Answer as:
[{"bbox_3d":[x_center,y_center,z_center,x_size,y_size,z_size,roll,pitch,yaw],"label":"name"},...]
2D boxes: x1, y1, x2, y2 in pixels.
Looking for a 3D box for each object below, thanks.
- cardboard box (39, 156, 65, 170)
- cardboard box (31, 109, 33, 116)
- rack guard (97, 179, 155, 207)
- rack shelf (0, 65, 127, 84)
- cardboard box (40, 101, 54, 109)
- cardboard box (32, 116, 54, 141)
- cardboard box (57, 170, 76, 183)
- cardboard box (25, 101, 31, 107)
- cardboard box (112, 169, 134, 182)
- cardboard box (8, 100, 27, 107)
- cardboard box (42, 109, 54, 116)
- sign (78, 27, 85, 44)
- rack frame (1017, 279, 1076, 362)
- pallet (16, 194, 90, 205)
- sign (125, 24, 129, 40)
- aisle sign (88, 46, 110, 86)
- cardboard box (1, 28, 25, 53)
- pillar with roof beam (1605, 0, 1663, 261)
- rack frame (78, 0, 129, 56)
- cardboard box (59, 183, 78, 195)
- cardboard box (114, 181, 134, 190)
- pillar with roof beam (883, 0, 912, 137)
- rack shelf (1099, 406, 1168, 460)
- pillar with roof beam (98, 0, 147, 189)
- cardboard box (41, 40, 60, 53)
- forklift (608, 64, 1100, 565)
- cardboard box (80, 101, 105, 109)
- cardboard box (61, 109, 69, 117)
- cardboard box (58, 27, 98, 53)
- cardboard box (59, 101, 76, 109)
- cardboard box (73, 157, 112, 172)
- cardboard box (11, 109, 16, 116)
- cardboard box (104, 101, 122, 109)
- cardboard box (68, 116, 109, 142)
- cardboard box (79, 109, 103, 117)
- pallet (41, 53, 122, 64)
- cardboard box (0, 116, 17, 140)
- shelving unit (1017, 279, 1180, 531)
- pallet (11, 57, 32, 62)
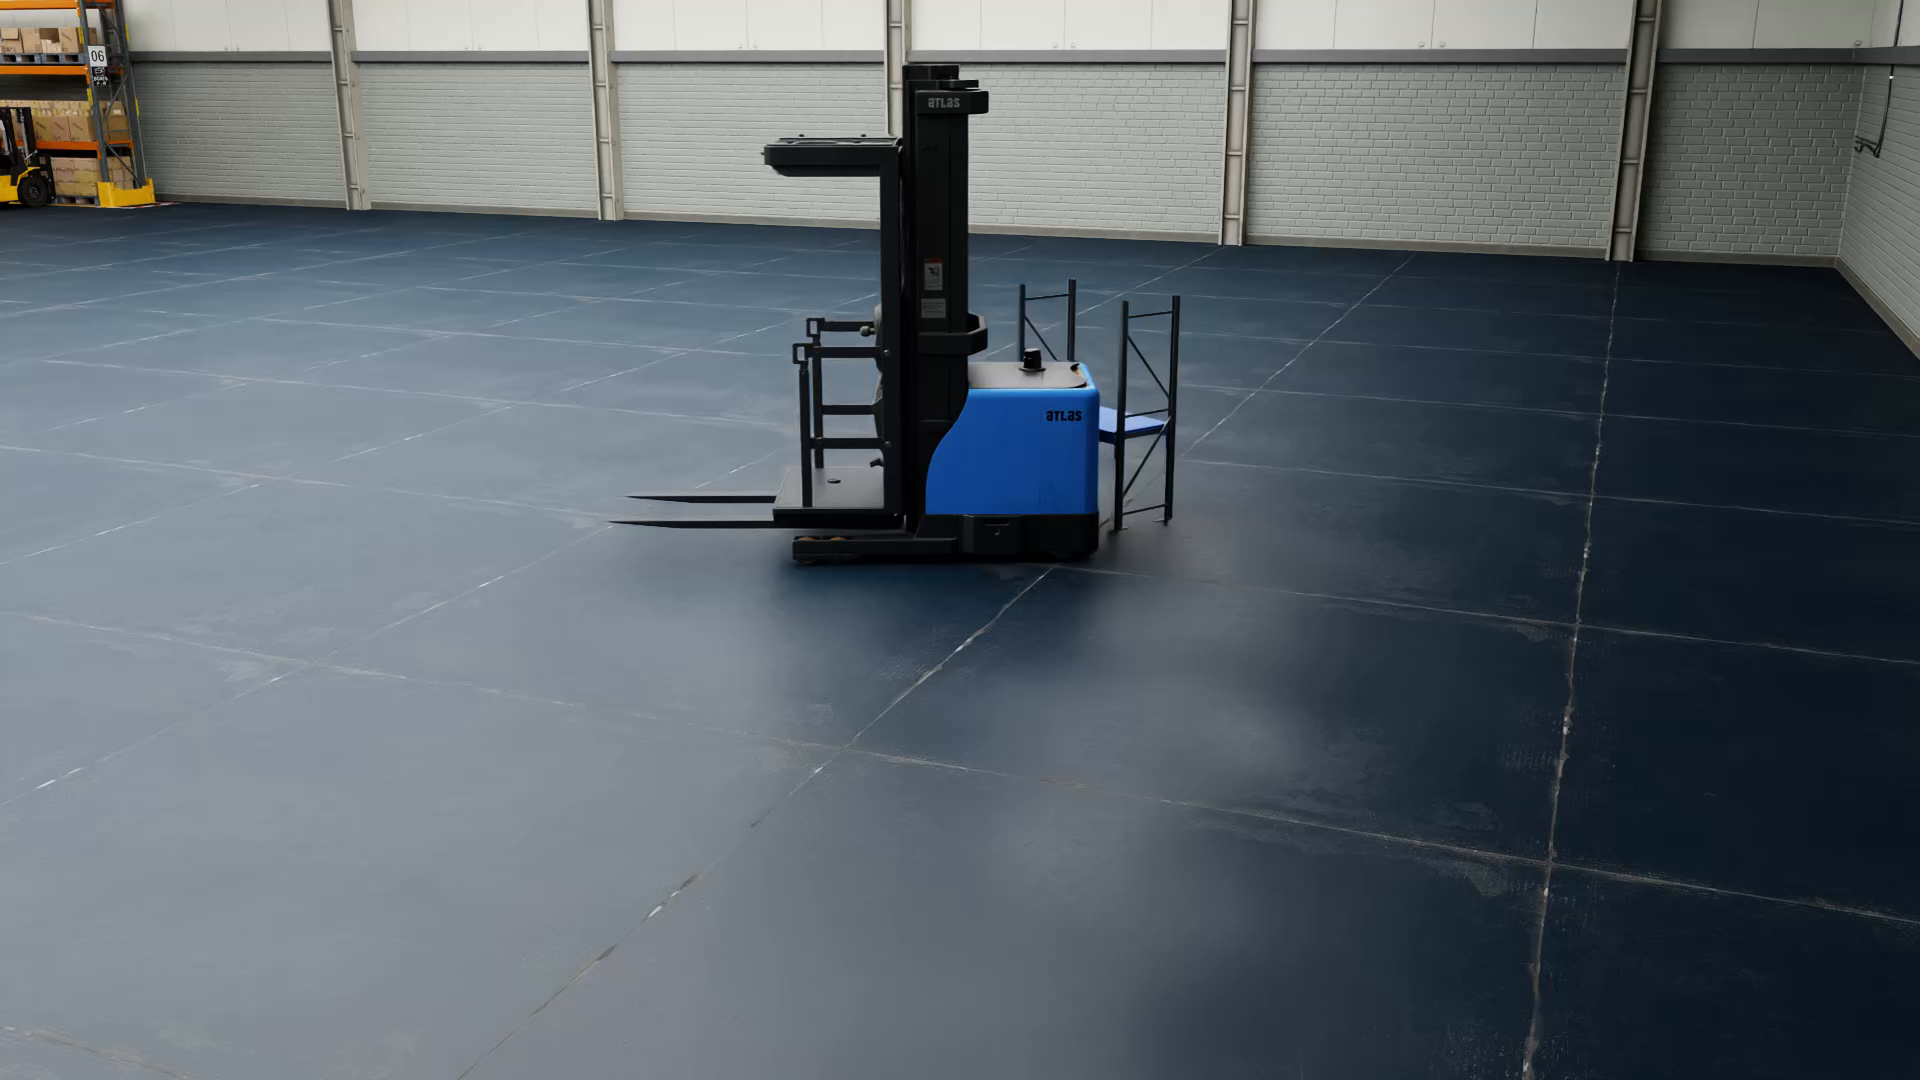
[{"bbox_3d":[-18.997,-7.918,34.954,0.500,0.250,0.500,7,17,21],"label":"cardboard box"},{"bbox_3d":[-19.331,-8.987,34.907,0.250,0.149,0.380,6,17,20],"label":"cardboard box"},{"bbox_3d":[-17.482,-7.288,34.881,0.348,0.500,1.175,6,17,21],"label":"rack guard"},{"bbox_3d":[-19.364,-9.791,34.928,4.000,0.370,1.077,6,17,21],"label":"rack shelf"},{"bbox_3d":[-18.896,-9.055,34.607,0.250,0.149,0.380,7,18,22],"label":"cardboard box"},{"bbox_3d":[-19.014,-8.629,34.837,0.500,0.500,0.500,6,17,20],"label":"cardboard box"},{"bbox_3d":[-18.534,-7.635,34.875,0.500,0.250,0.500,6,17,20],"label":"cardboard box"},{"bbox_3d":[-19.343,-9.131,34.869,0.250,0.149,0.380,7,17,21],"label":"cardboard box"},{"bbox_3d":[-17.865,-7.714,35.148,0.500,0.250,0.500,7,17,22],"label":"cardboard box"},{"bbox_3d":[-19.810,-9.182,35.044,0.250,0.149,0.380,6,17,20],"label":"cardboard box"},{"bbox_3d":[-18.889,-8.917,34.668,0.250,0.149,0.380,6,17,19],"label":"cardboard box"},{"bbox_3d":[-17.716,-10.179,33.531,0.005,0.325,0.100,6,17,21],"label":"sign"},{"bbox_3d":[0.596,-1.047,11.590,0.500,1.500,0.032,-12,20,-36],"label":"rack frame"},{"bbox_3d":[-19.362,-7.344,35.593,1.213,0.211,1.003,6,17,21],"label":"pallet"},{"bbox_3d":[-17.295,-10.533,34.484,0.005,0.325,0.100,6,17,21],"label":"sign"},{"bbox_3d":[-17.551,-9.656,33.893,0.004,0.787,0.394,6,17,21],"label":"aisle sign"},{"bbox_3d":[-19.451,-10.413,34.665,0.637,0.503,0.797,7,18,22],"label":"cardboard box"},{"bbox_3d":[8.507,-7.492,20.338,0.400,9.000,9.100,6,17,21],"label":"pillar with roof beam"},{"bbox_3d":[-17.504,-11.372,33.705,0.127,3.000,1.000,6,17,21],"label":"rack frame"},{"bbox_3d":[-18.516,-7.392,34.933,0.500,0.250,0.500,6,17,21],"label":"cardboard box"},{"bbox_3d":[-17.889,-7.473,35.214,0.500,0.250,0.500,6,17,21],"label":"cardboard box"},{"bbox_3d":[-2.656,-8.719,24.567,0.400,9.000,9.100,6,17,21],"label":"pillar with roof beam"},{"bbox_3d":[0.906,-0.762,11.253,0.538,0.185,1.000,-12,20,-36],"label":"rack shelf"},{"bbox_3d":[-19.400,-10.560,30.909,0.400,9.000,9.100,6,17,21],"label":"pillar with roof beam"},{"bbox_3d":[-18.622,-10.149,34.179,0.258,0.266,0.396,6,17,21],"label":"cardboard box"},{"bbox_3d":[-0.665,-1.406,10.260,3.031,2.935,1.130,0,16,0],"label":"forklift"},{"bbox_3d":[-17.914,-8.975,34.333,0.250,0.149,0.380,6,17,21],"label":"cardboard box"},{"bbox_3d":[-18.397,-8.874,34.518,0.250,0.149,0.380,7,17,22],"label":"cardboard box"},{"bbox_3d":[-18.005,-10.211,33.975,0.500,0.500,0.500,7,18,22],"label":"cardboard box"},{"bbox_3d":[-18.409,-9.012,34.460,0.250,0.149,0.380,7,17,22],"label":"cardboard box"},{"bbox_3d":[-18.047,-7.818,34.610,0.500,0.250,0.500,7,18,22],"label":"cardboard box"},{"bbox_3d":[-19.845,-9.020,35.022,0.250,0.149,0.380,6,17,19],"label":"cardboard box"},{"bbox_3d":[-17.738,-9.083,34.705,0.250,0.149,0.380,6,17,20],"label":"cardboard box"},{"bbox_3d":[-18.058,-8.521,34.466,0.500,0.500,0.500,6,17,19],"label":"cardboard box"},{"bbox_3d":[-17.929,-8.813,34.309,0.250,0.149,0.380,7,17,21],"label":"cardboard box"},{"bbox_3d":[-18.152,-9.968,34.408,1.213,0.211,1.003,6,17,21],"label":"pallet"},{"bbox_3d":[-19.946,-8.735,35.201,0.500,0.500,0.500,6,17,20],"label":"cardboard box"},{"bbox_3d":[0.906,-0.935,11.203,0.538,1.500,1.048,-12,20,-36],"label":"shelving unit"},{"bbox_3d":[-20.422,-10.218,35.267,1.213,0.211,1.003,6,17,21],"label":"pallet"}]
